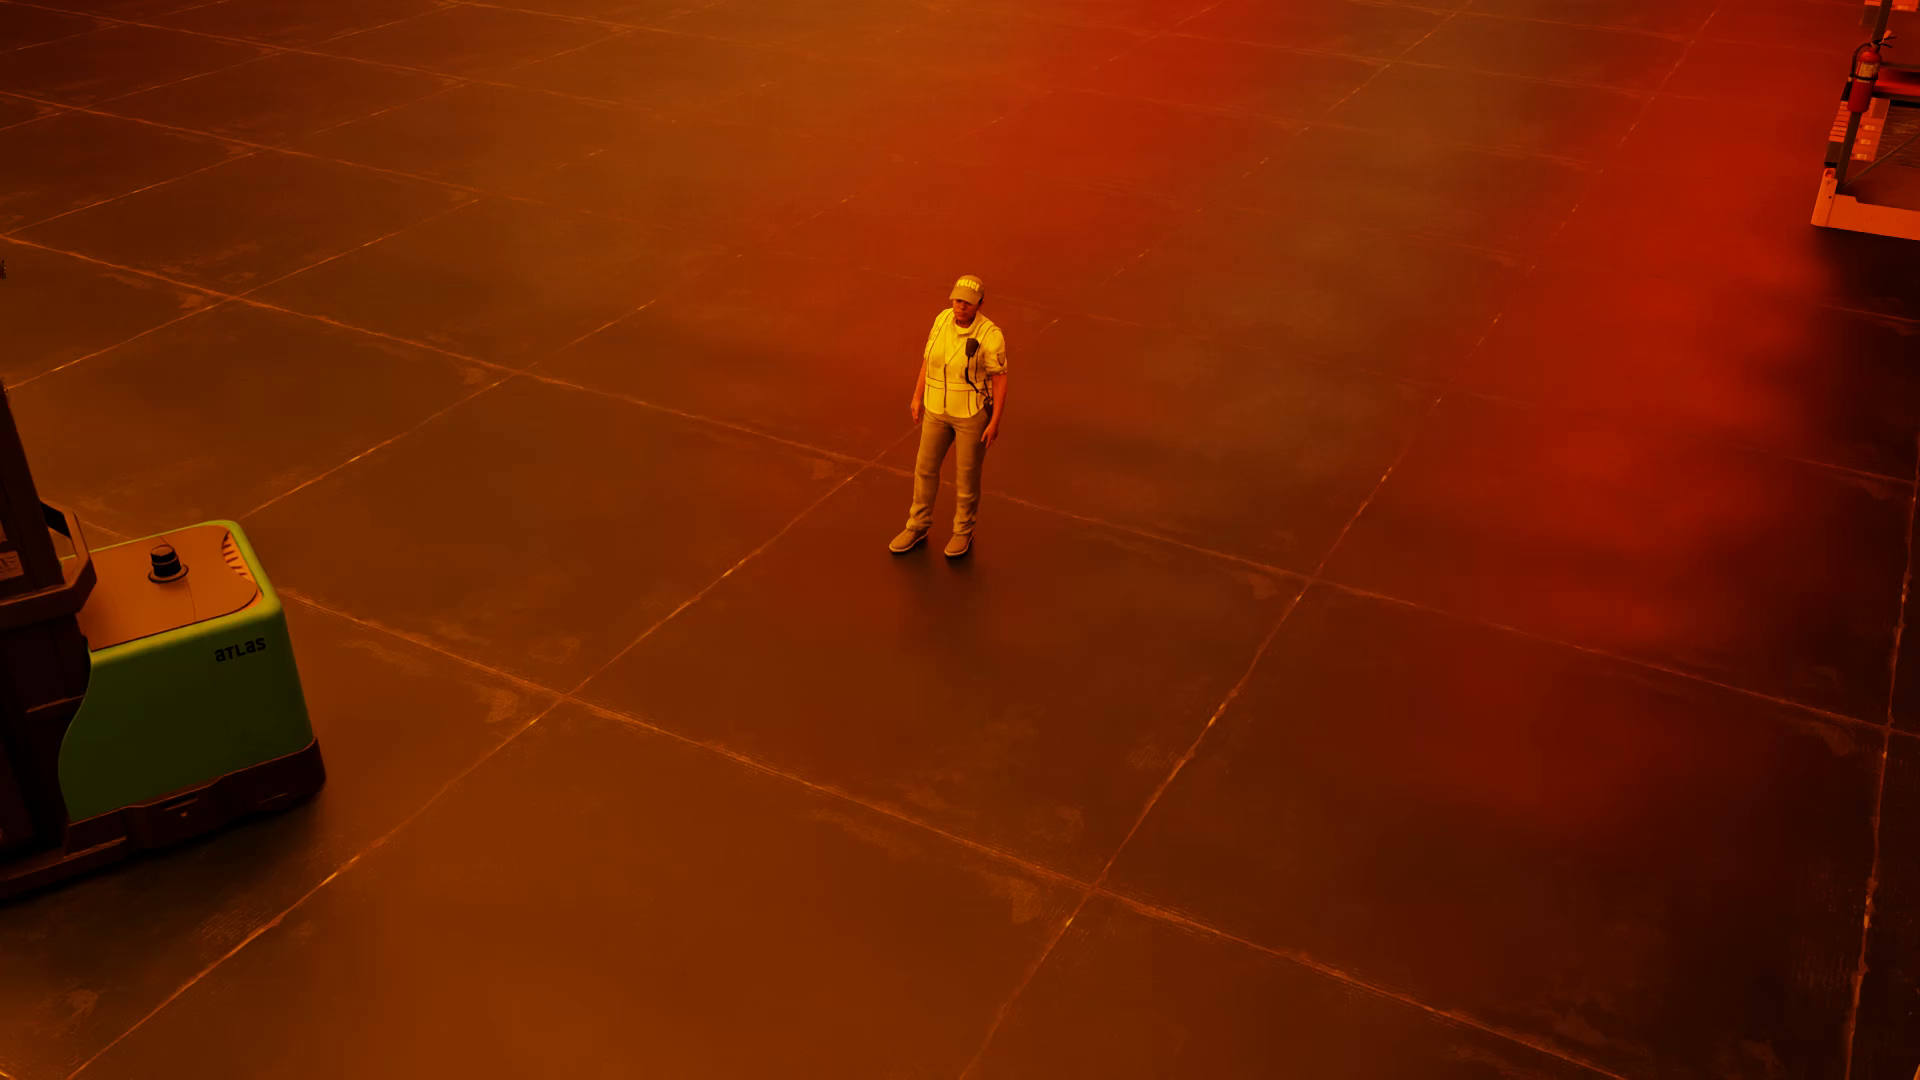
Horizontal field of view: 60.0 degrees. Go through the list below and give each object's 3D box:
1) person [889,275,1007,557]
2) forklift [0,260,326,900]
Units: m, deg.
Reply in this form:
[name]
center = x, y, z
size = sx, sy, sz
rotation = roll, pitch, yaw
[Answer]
[person]
center = -0.057, -0.700, 9.534
size = 0.598, 1.670, 0.529
rotation = 15, 33, 25
[forklift]
center = -4.527, 0.137, 6.833
size = 3.031, 2.935, 1.130
rotation = -18, 34, -28
